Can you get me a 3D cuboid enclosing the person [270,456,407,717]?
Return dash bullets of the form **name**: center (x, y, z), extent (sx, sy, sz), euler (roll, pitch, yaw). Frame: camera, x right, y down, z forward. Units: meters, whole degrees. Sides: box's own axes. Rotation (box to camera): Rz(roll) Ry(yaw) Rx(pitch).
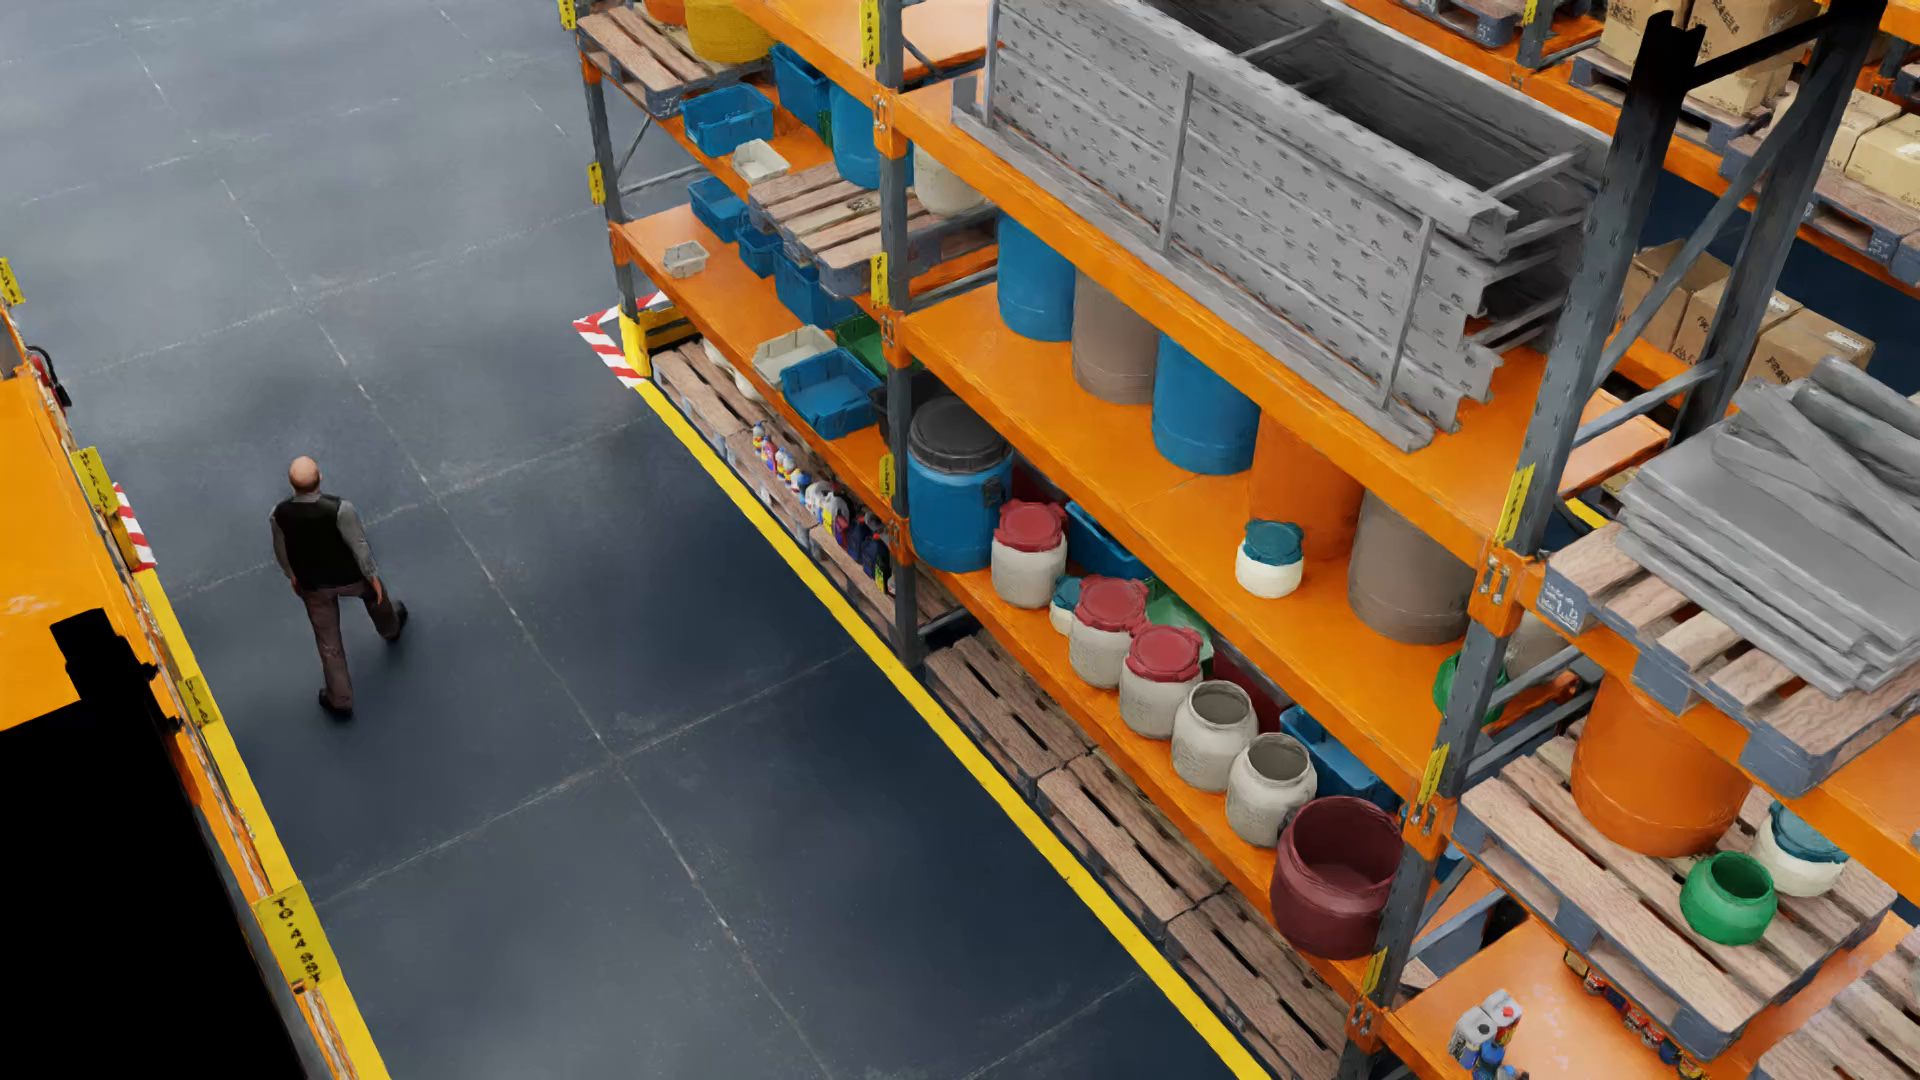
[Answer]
- **person**: center (-3.887, 0.211, 10.312), extent (0.578, 1.677, 0.963), euler (-8, 43, -8)
